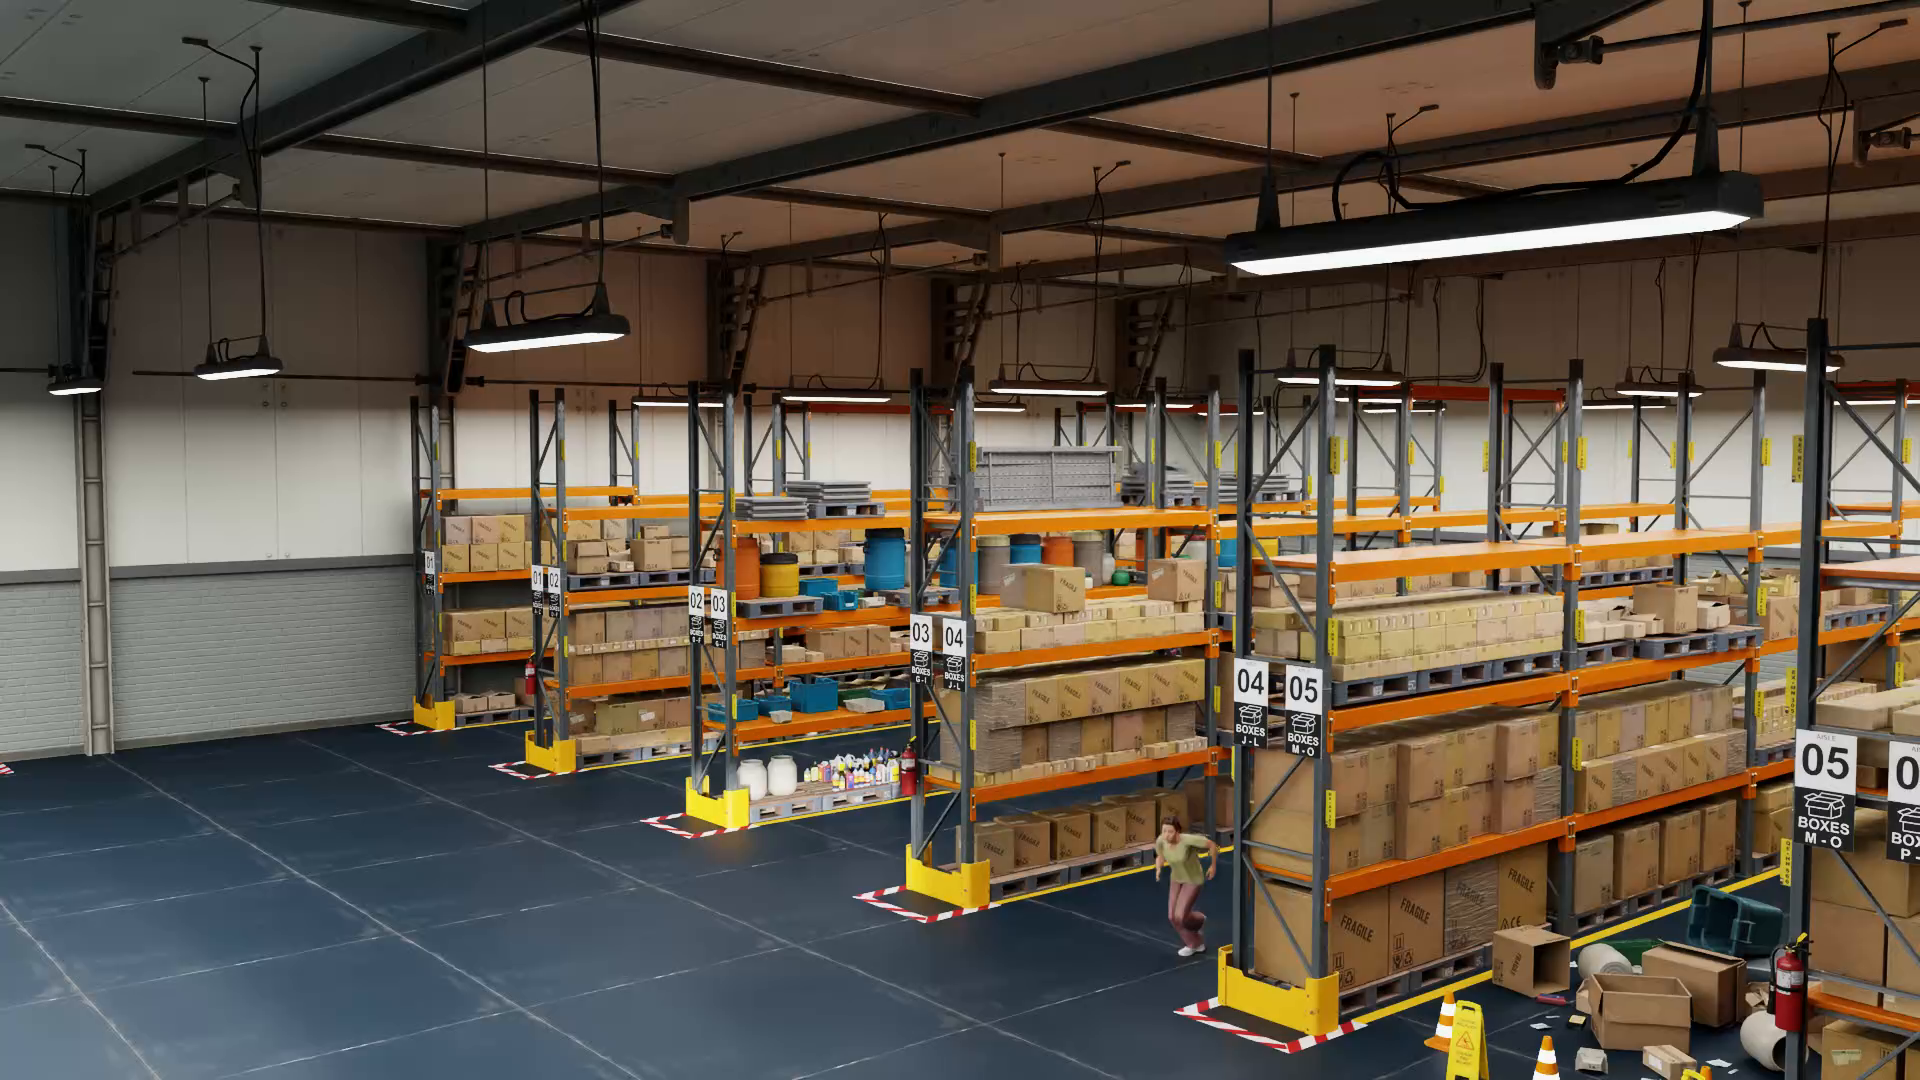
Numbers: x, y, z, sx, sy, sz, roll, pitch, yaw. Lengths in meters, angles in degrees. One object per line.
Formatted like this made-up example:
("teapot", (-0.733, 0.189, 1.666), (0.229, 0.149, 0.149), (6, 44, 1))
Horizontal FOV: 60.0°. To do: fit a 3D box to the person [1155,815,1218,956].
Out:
("person", (2.249, 3.448, 16.560), (0.601, 1.498, 0.758), (3, 4, 38))
